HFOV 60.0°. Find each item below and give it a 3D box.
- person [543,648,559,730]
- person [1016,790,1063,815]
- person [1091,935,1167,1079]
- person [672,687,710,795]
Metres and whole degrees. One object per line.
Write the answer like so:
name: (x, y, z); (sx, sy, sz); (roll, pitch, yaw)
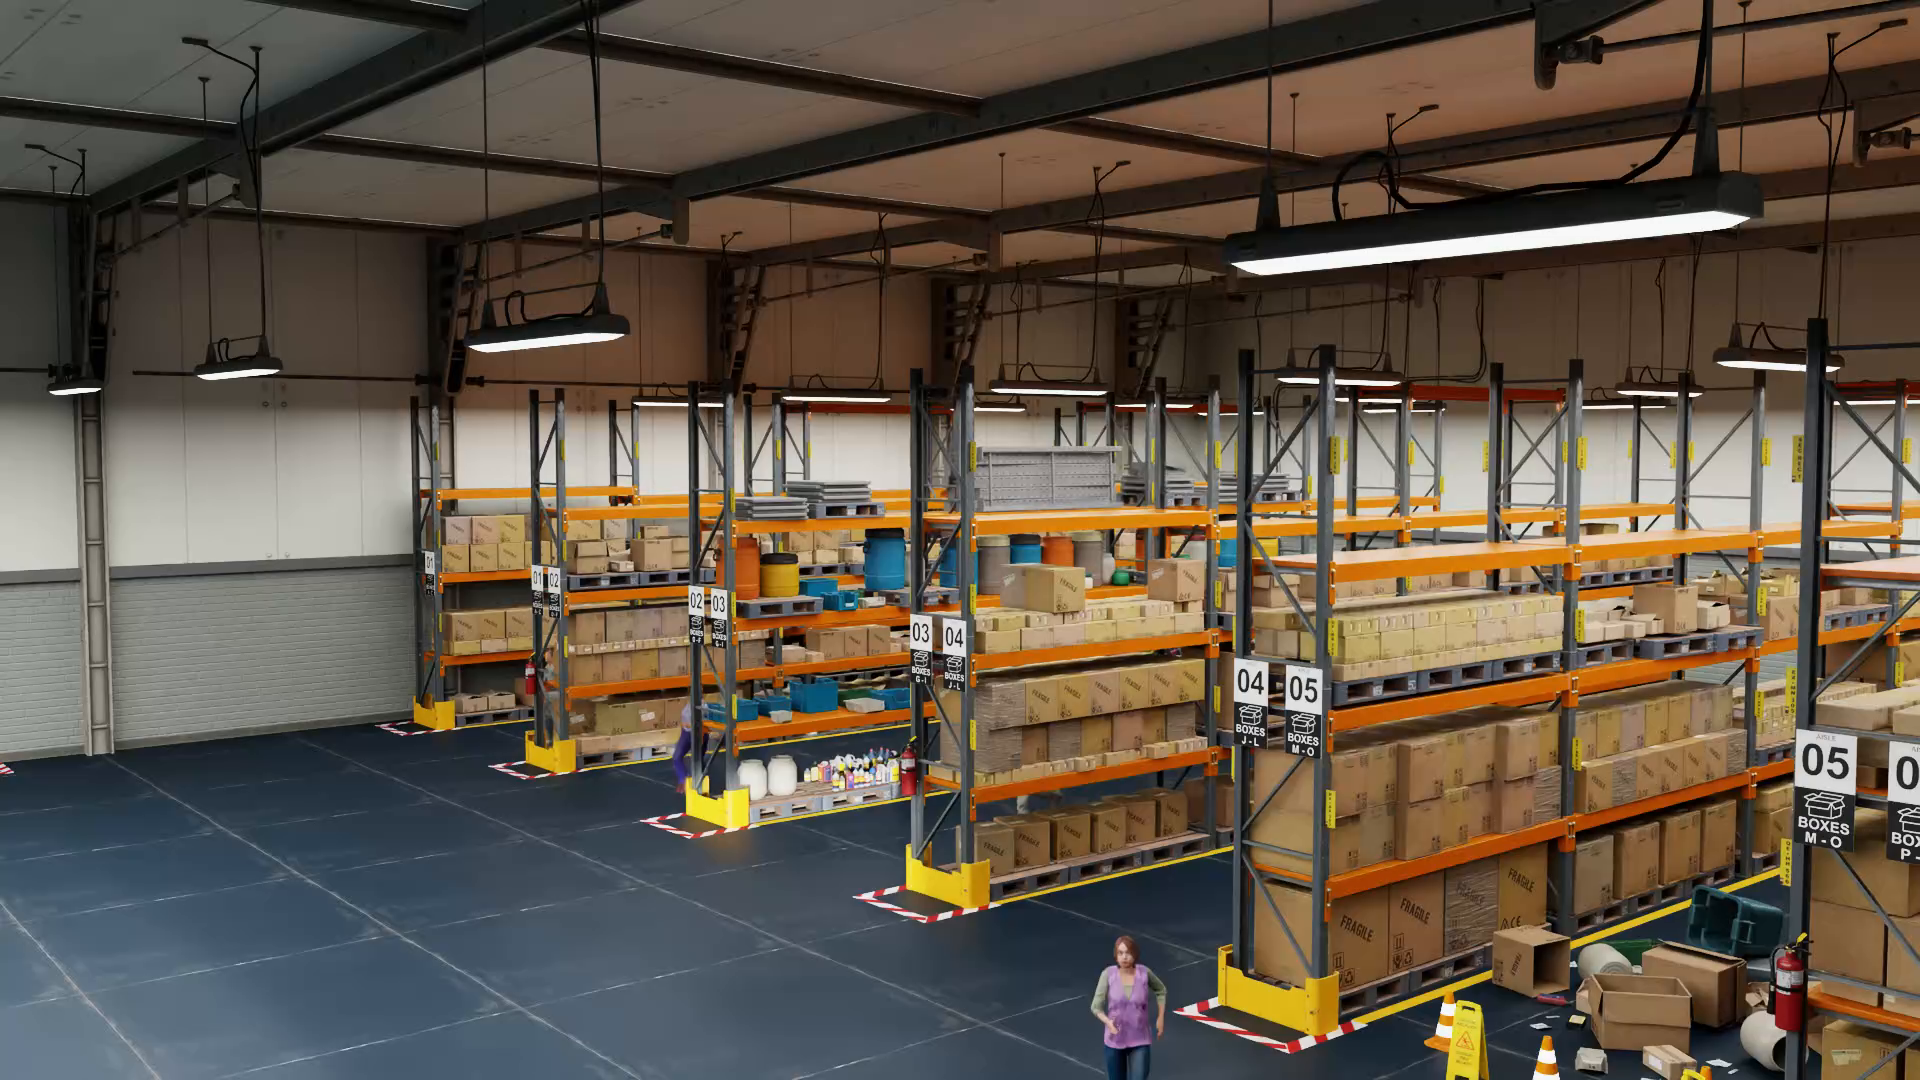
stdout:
person: (-6.841, 2.668, 27.974); (0.550, 1.711, 0.798); (3, 4, 40)
person: (1.014, 2.971, 22.492); (0.663, 1.780, 0.894); (3, 5, 43)
person: (1.221, 3.660, 12.075); (0.541, 1.594, 0.884); (0, 3, 6)
person: (-3.851, 2.936, 24.390); (0.627, 1.679, 0.661); (2, 4, 31)
